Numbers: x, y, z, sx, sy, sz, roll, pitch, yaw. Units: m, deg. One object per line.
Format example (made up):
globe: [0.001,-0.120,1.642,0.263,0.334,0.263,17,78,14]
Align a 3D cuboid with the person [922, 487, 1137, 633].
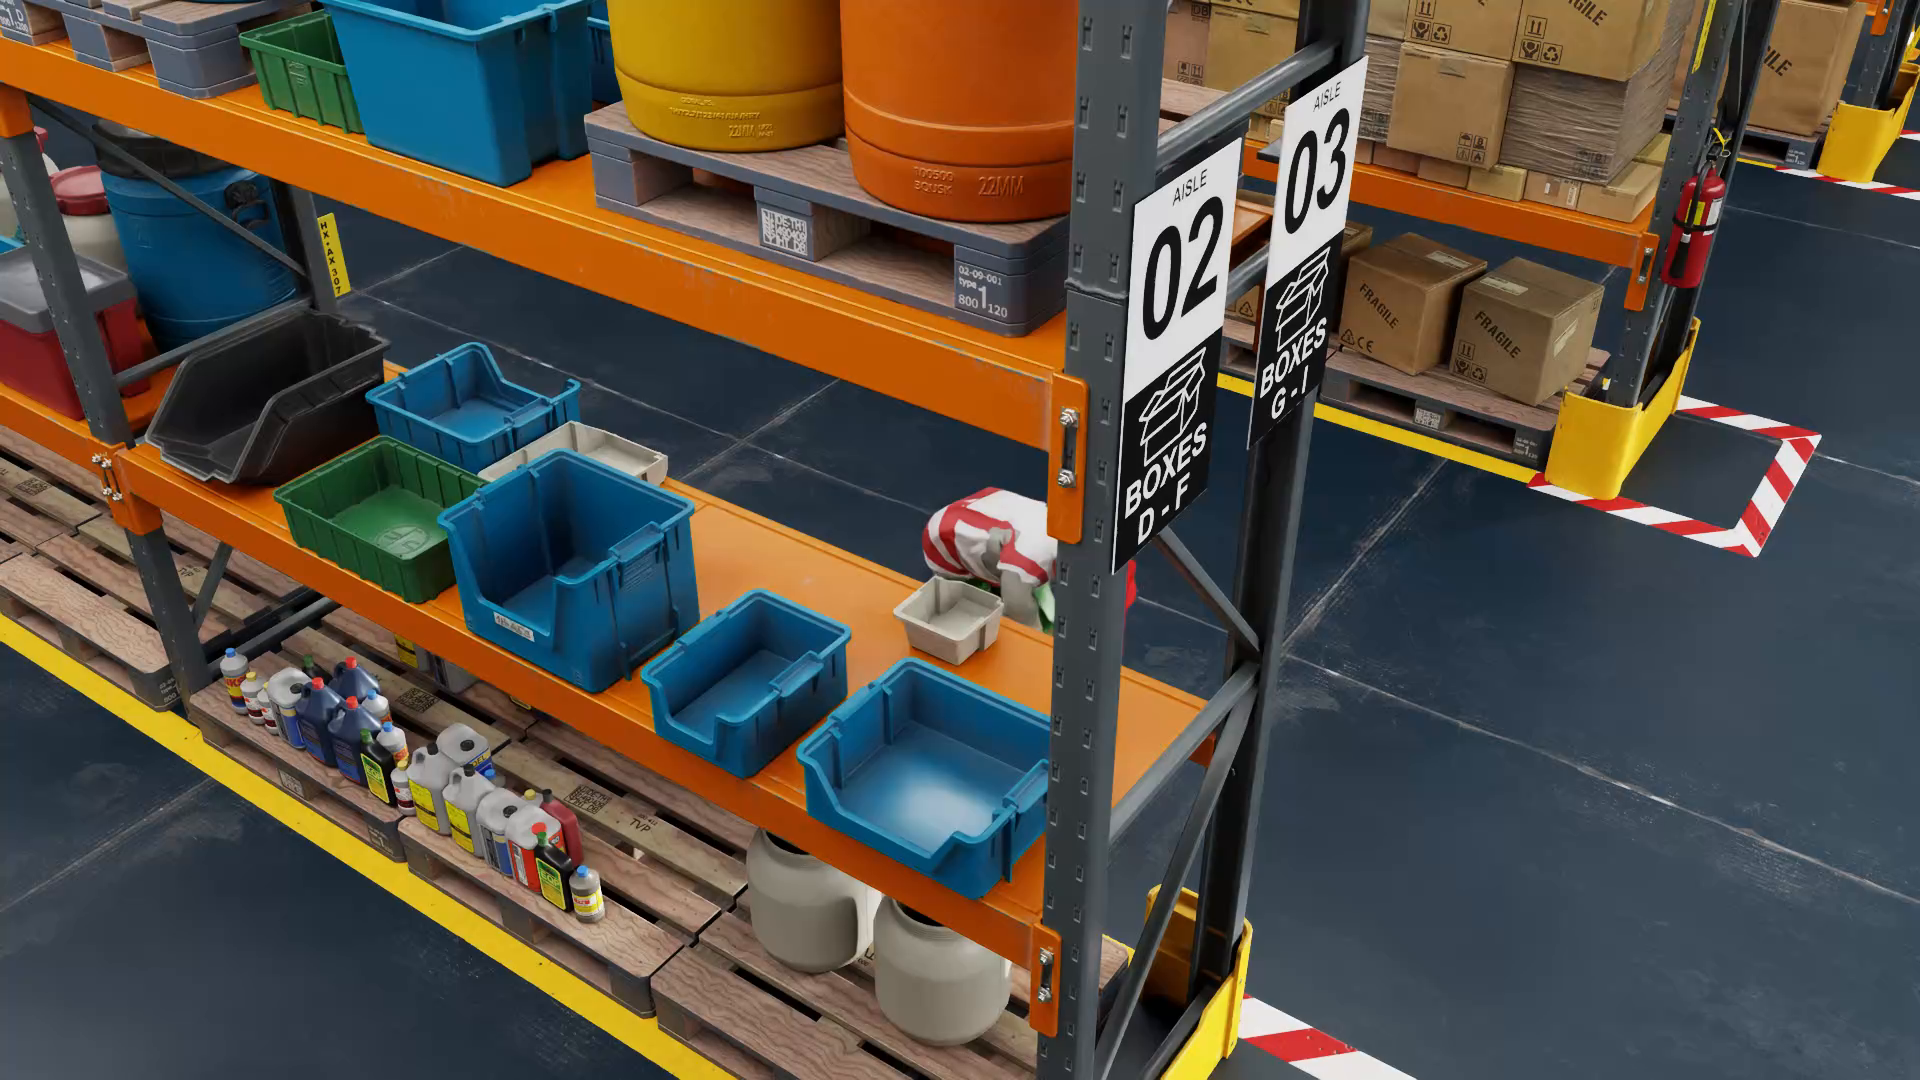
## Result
person: [0.251,0.359,6.064,0.507,1.257,0.928,-24,41,-31]
